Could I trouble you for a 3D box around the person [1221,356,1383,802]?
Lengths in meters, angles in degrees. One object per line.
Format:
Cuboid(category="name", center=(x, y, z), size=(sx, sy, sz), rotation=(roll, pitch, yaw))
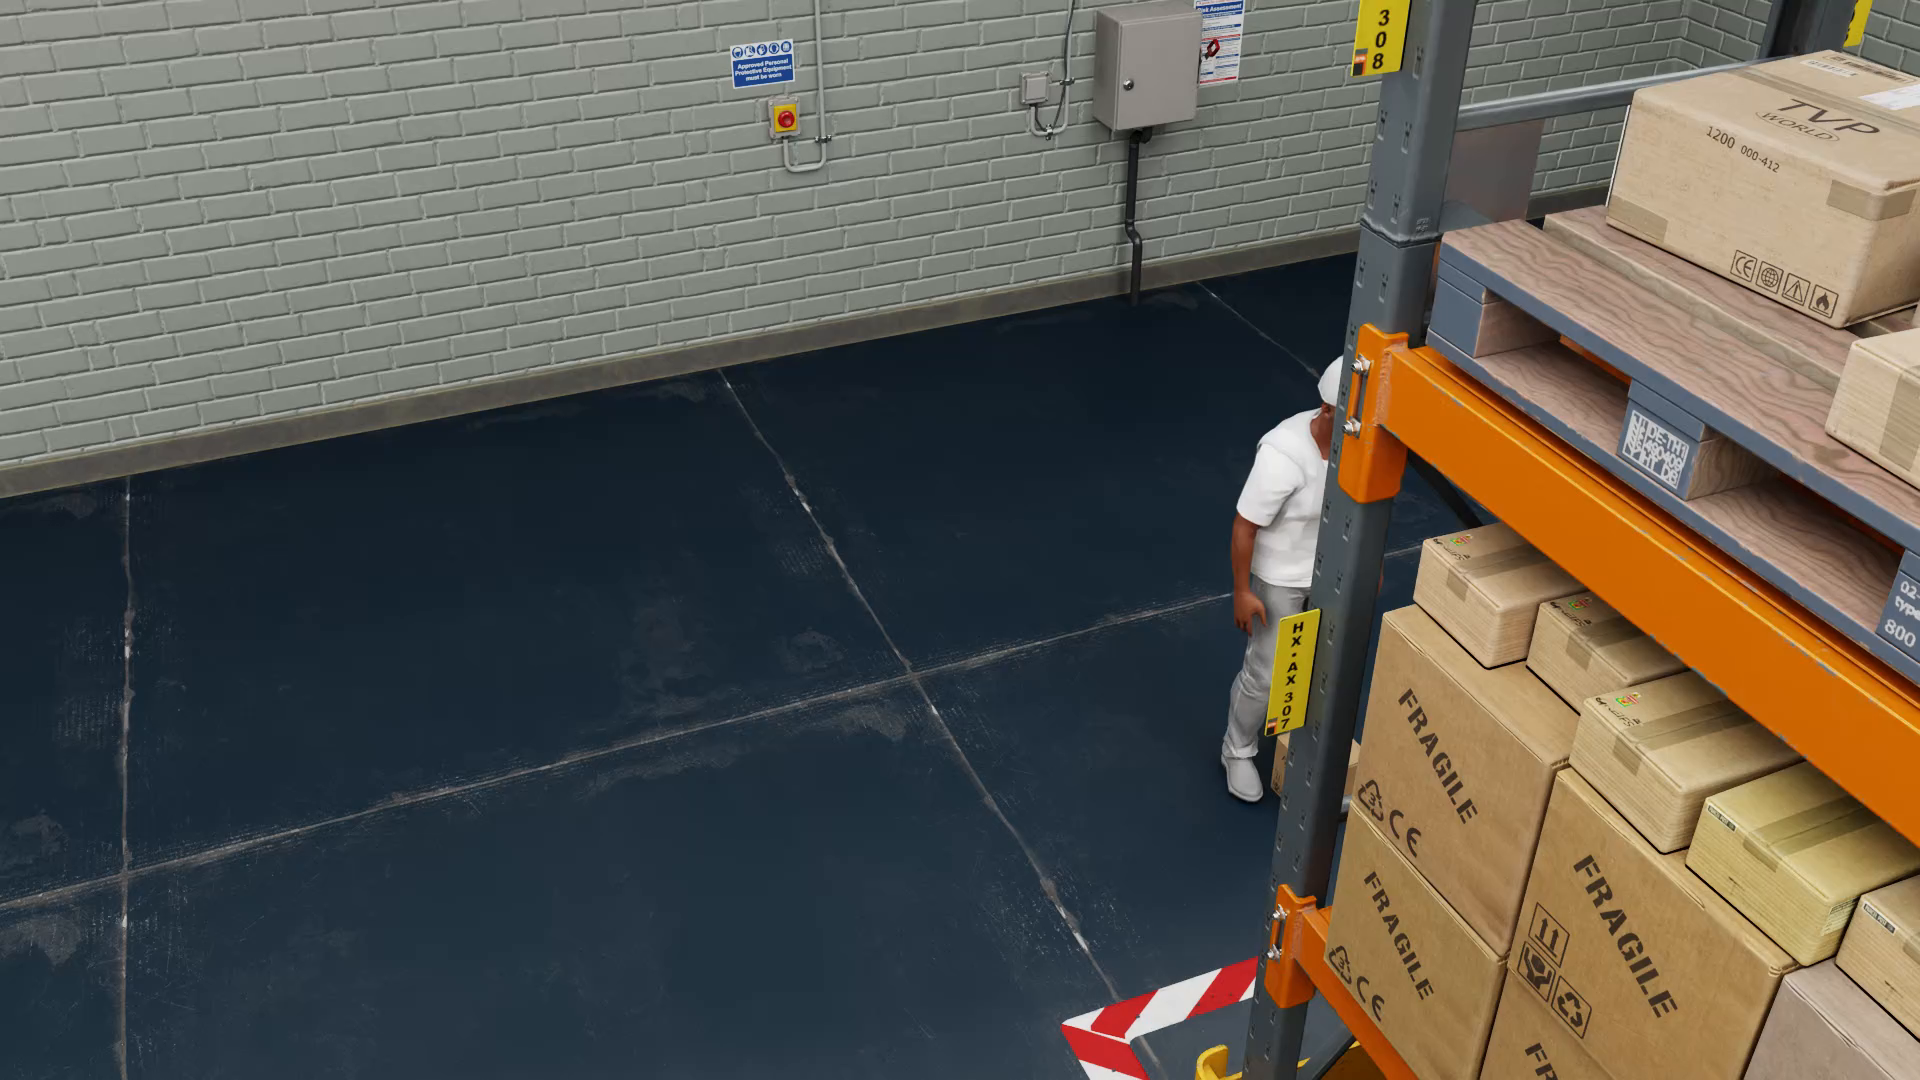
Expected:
Cuboid(category="person", center=(1.247, 0.125, 5.934), size=(0.634, 1.760, 0.463), rotation=(-14, 36, -20))
